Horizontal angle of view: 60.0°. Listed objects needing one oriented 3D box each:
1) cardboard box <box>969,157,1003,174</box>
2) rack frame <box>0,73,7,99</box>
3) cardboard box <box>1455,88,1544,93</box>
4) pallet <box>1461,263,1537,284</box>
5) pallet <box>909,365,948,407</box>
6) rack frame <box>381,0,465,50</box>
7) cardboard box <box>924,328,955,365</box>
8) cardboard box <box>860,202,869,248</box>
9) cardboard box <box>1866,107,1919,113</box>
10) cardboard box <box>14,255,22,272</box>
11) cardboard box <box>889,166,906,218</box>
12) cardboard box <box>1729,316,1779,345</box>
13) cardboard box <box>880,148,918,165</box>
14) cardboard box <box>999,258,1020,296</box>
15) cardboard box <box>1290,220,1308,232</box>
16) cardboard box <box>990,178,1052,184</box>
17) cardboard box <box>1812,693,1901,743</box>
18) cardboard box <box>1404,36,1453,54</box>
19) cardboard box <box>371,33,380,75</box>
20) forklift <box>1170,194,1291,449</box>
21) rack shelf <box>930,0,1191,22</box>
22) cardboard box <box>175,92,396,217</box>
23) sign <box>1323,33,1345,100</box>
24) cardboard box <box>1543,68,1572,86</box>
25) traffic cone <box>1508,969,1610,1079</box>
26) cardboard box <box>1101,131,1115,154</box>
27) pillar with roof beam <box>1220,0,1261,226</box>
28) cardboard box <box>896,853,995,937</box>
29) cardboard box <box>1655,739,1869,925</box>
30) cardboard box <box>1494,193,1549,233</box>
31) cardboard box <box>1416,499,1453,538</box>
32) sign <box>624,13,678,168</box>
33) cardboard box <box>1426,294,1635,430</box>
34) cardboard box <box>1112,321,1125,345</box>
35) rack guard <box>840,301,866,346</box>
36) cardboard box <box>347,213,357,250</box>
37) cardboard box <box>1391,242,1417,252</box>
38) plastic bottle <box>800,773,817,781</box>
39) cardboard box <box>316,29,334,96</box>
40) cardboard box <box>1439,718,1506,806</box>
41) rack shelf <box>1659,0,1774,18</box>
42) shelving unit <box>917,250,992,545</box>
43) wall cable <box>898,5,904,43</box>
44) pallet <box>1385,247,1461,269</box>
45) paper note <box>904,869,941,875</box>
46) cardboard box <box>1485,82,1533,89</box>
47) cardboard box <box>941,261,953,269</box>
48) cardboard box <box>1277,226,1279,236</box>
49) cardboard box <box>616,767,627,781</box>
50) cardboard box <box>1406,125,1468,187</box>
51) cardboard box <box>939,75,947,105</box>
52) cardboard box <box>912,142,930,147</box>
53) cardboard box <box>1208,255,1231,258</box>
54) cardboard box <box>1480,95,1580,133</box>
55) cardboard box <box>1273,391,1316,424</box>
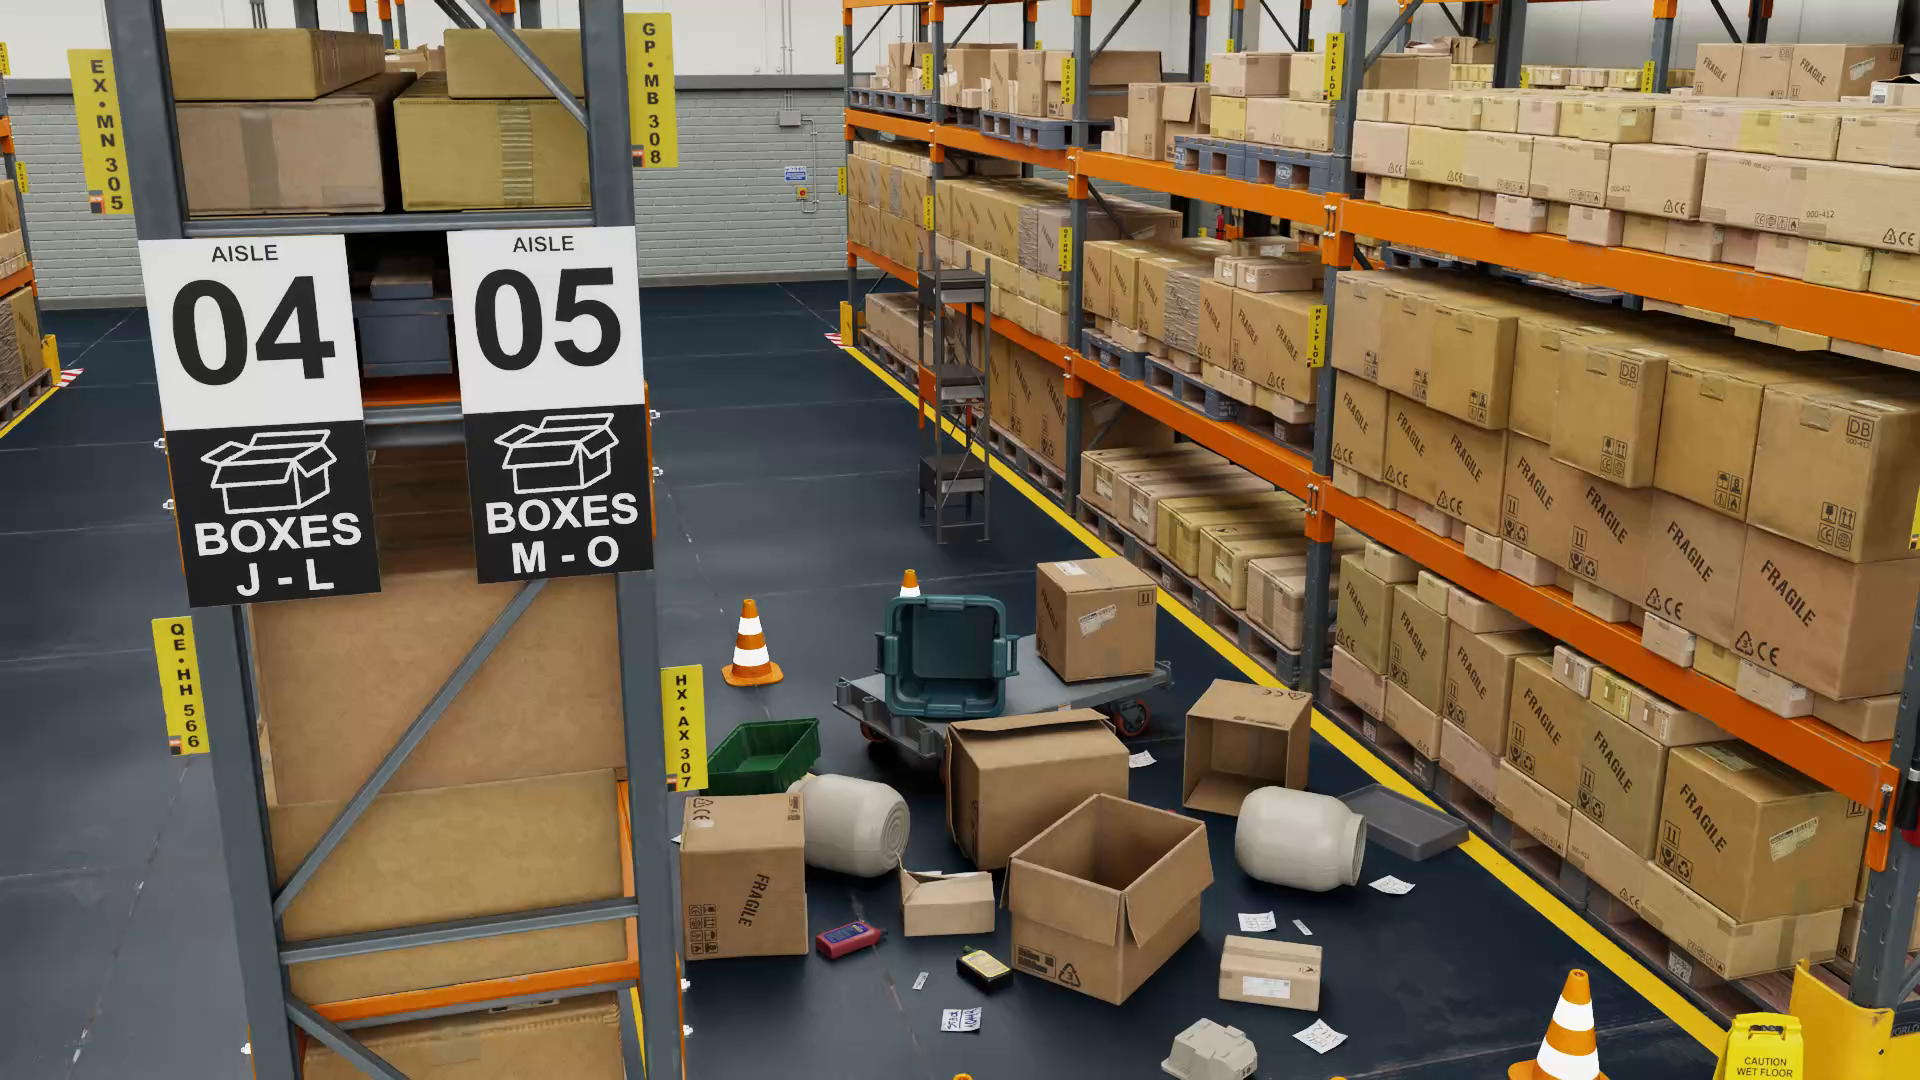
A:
[{"bbox_3d":[0.303,-3.797,16.839,0.380,0.149,0.250,-4,17,-14],"label":"cardboard box"},{"bbox_3d":[-10.402,-5.978,16.712,1.000,3.000,0.127,-5,17,-15],"label":"rack frame"},{"bbox_3d":[2.722,-2.197,8.389,0.380,0.149,0.250,-4,17,-14],"label":"cardboard box"},{"bbox_3d":[5.558,-2.515,15.944,1.003,0.211,1.213,-5,17,-15],"label":"pallet"},{"bbox_3d":[0.092,-1.663,17.622,1.003,0.211,1.213,-5,17,-15],"label":"pallet"},{"bbox_3d":[-4.505,-5.236,14.241,1.000,3.000,0.127,-5,17,-15],"label":"rack frame"},{"bbox_3d":[0.157,-1.938,17.415,0.875,0.438,0.875,-5,17,-16],"label":"cardboard box"},{"bbox_3d":[-0.851,-3.643,19.193,0.500,0.500,0.500,-5,17,-16],"label":"cardboard box"},{"bbox_3d":[3.531,-1.493,6.046,0.380,0.149,0.250,-5,17,-15],"label":"cardboard box"},{"bbox_3d":[-9.914,-2.841,17.131,0.380,0.149,0.250,-5,17,-15],"label":"cardboard box"},{"bbox_3d":[-0.450,-3.699,17.639,0.500,0.500,0.500,-4,17,-15],"label":"cardboard box"},{"bbox_3d":[6.266,-1.574,12.738,0.500,0.250,0.500,-5,18,-17],"label":"cardboard box"},{"bbox_3d":[-0.656,-4.174,18.093,0.380,0.149,0.250,-5,17,-17],"label":"cardboard box"},{"bbox_3d":[0.643,-2.239,14.083,0.500,0.250,0.500,-5,17,-17],"label":"cardboard box"},{"bbox_3d":[4.206,-3.787,19.588,0.500,0.250,0.500,-5,17,-17],"label":"cardboard box"},{"bbox_3d":[0.590,-3.205,15.997,0.500,0.500,0.500,-4,17,-13],"label":"cardboard box"},{"bbox_3d":[3.216,0.571,5.774,0.380,0.149,0.250,-4,17,-13],"label":"cardboard box"},{"bbox_3d":[4.745,-4.971,16.868,0.396,0.266,0.258,-5,17,-16],"label":"cardboard box"},{"bbox_3d":[-2.393,-1.829,6.260,0.380,0.149,0.250,-5,17,-16],"label":"cardboard box"},{"bbox_3d":[2.489,-2.199,14.677,1.130,2.935,3.031,-5,17,-15],"label":"forklift"},{"bbox_3d":[0.776,-4.566,13.956,1.077,0.370,4.000,-5,17,-15],"label":"rack shelf"},{"bbox_3d":[-1.611,-0.913,3.904,0.500,0.250,0.500,-4,17,-15],"label":"cardboard box"},{"bbox_3d":[1.892,-2.397,8.421,0.100,0.325,0.005,-5,17,-15],"label":"sign"},{"bbox_3d":[5.433,-4.128,14.818,0.380,0.149,0.250,-5,17,-16],"label":"cardboard box"},{"bbox_3d":[2.165,1.735,5.871,0.336,0.463,0.334,-5,17,-15],"label":"traffic cone"},{"bbox_3d":[1.249,-2.891,12.087,0.380,0.149,0.250,-5,17,-15],"label":"cardboard box"},{"bbox_3d":[-0.115,-7.632,22.217,9.100,9.000,0.400,-5,17,-15],"label":"pillar with roof beam"},{"bbox_3d":[-0.064,1.489,7.033,0.396,0.266,0.258,-2,17,-6],"label":"cardboard box"},{"bbox_3d":[3.053,1.093,6.346,0.500,0.500,0.500,-5,17,-15],"label":"cardboard box"},{"bbox_3d":[2.545,-1.416,7.176,0.380,0.149,0.250,-5,17,-16],"label":"cardboard box"},{"bbox_3d":[2.459,-0.129,8.103,0.380,0.149,0.250,-4,17,-14],"label":"cardboard box"},{"bbox_3d":[-0.672,-0.979,3.626,0.100,0.325,0.005,-5,17,-15],"label":"sign"},{"bbox_3d":[2.568,-0.816,7.525,0.700,0.500,0.500,-5,17,-16],"label":"cardboard box"},{"bbox_3d":[1.312,-1.492,11.911,0.380,0.149,0.250,-6,18,-19],"label":"cardboard box"},{"bbox_3d":[-0.880,-2.698,20.565,1.175,0.500,0.348,-5,17,-15],"label":"rack guard"},{"bbox_3d":[-1.765,-0.815,4.269,0.380,0.149,0.250,-4,17,-14],"label":"cardboard box"},{"bbox_3d":[4.916,-3.273,17.231,0.700,0.500,0.500,-4,17,-14],"label":"cardboard box"},{"bbox_3d":[-0.780,1.214,8.303,0.283,0.061,0.133,16,23,42],"label":"plastic bottle"},{"bbox_3d":[-1.694,-1.126,3.920,0.380,0.149,0.250,-5,17,-15],"label":"cardboard box"},{"bbox_3d":[2.633,1.024,7.878,0.500,0.250,0.500,-5,17,-16],"label":"cardboard box"},{"bbox_3d":[6.647,-3.853,11.583,1.077,0.370,4.000,-5,17,-15],"label":"rack shelf"},{"bbox_3d":[-0.045,-1.051,12.302,0.431,2.100,0.503,-5,17,-15],"label":"shelving unit"},{"bbox_3d":[-1.983,-8.372,24.680,2.355,3.000,0.029,-5,17,-15],"label":"wall cable"},{"bbox_3d":[5.112,-2.854,17.073,1.003,0.211,1.213,-5,17,-15],"label":"pallet"},{"bbox_3d":[-0.174,1.507,7.397,0.172,0.023,0.155,1,17,4],"label":"paper note"},{"bbox_3d":[5.144,-4.204,15.551,0.380,0.149,0.250,-4,17,-14],"label":"cardboard box"},{"bbox_3d":[0.093,-2.568,16.047,0.500,0.250,0.500,-5,17,-17],"label":"cardboard box"},{"bbox_3d":[4.031,-3.689,19.955,0.380,0.149,0.250,-5,17,-17],"label":"cardboard box"},{"bbox_3d":[-1.558,0.470,5.412,0.875,0.550,0.550,-5,17,-15],"label":"cardboard box"},{"bbox_3d":[2.433,-1.791,7.731,0.500,0.250,0.500,-5,17,-16],"label":"cardboard box"},{"bbox_3d":[0.027,-4.189,15.475,0.396,0.266,0.258,-5,17,-16],"label":"cardboard box"},{"bbox_3d":[-0.337,-4.510,19.211,0.380,0.149,0.250,-5,17,-16],"label":"cardboard box"},{"bbox_3d":[2.010,-1.682,11.416,0.500,0.500,0.500,-6,18,-19],"label":"cardboard box"},{"bbox_3d":[2.524,-1.872,7.306,0.380,0.149,0.250,-5,18,-17],"label":"cardboard box"},{"bbox_3d":[2.018,-0.771,9.510,0.380,0.149,0.250,-4,17,-14],"label":"cardboard box"}]
